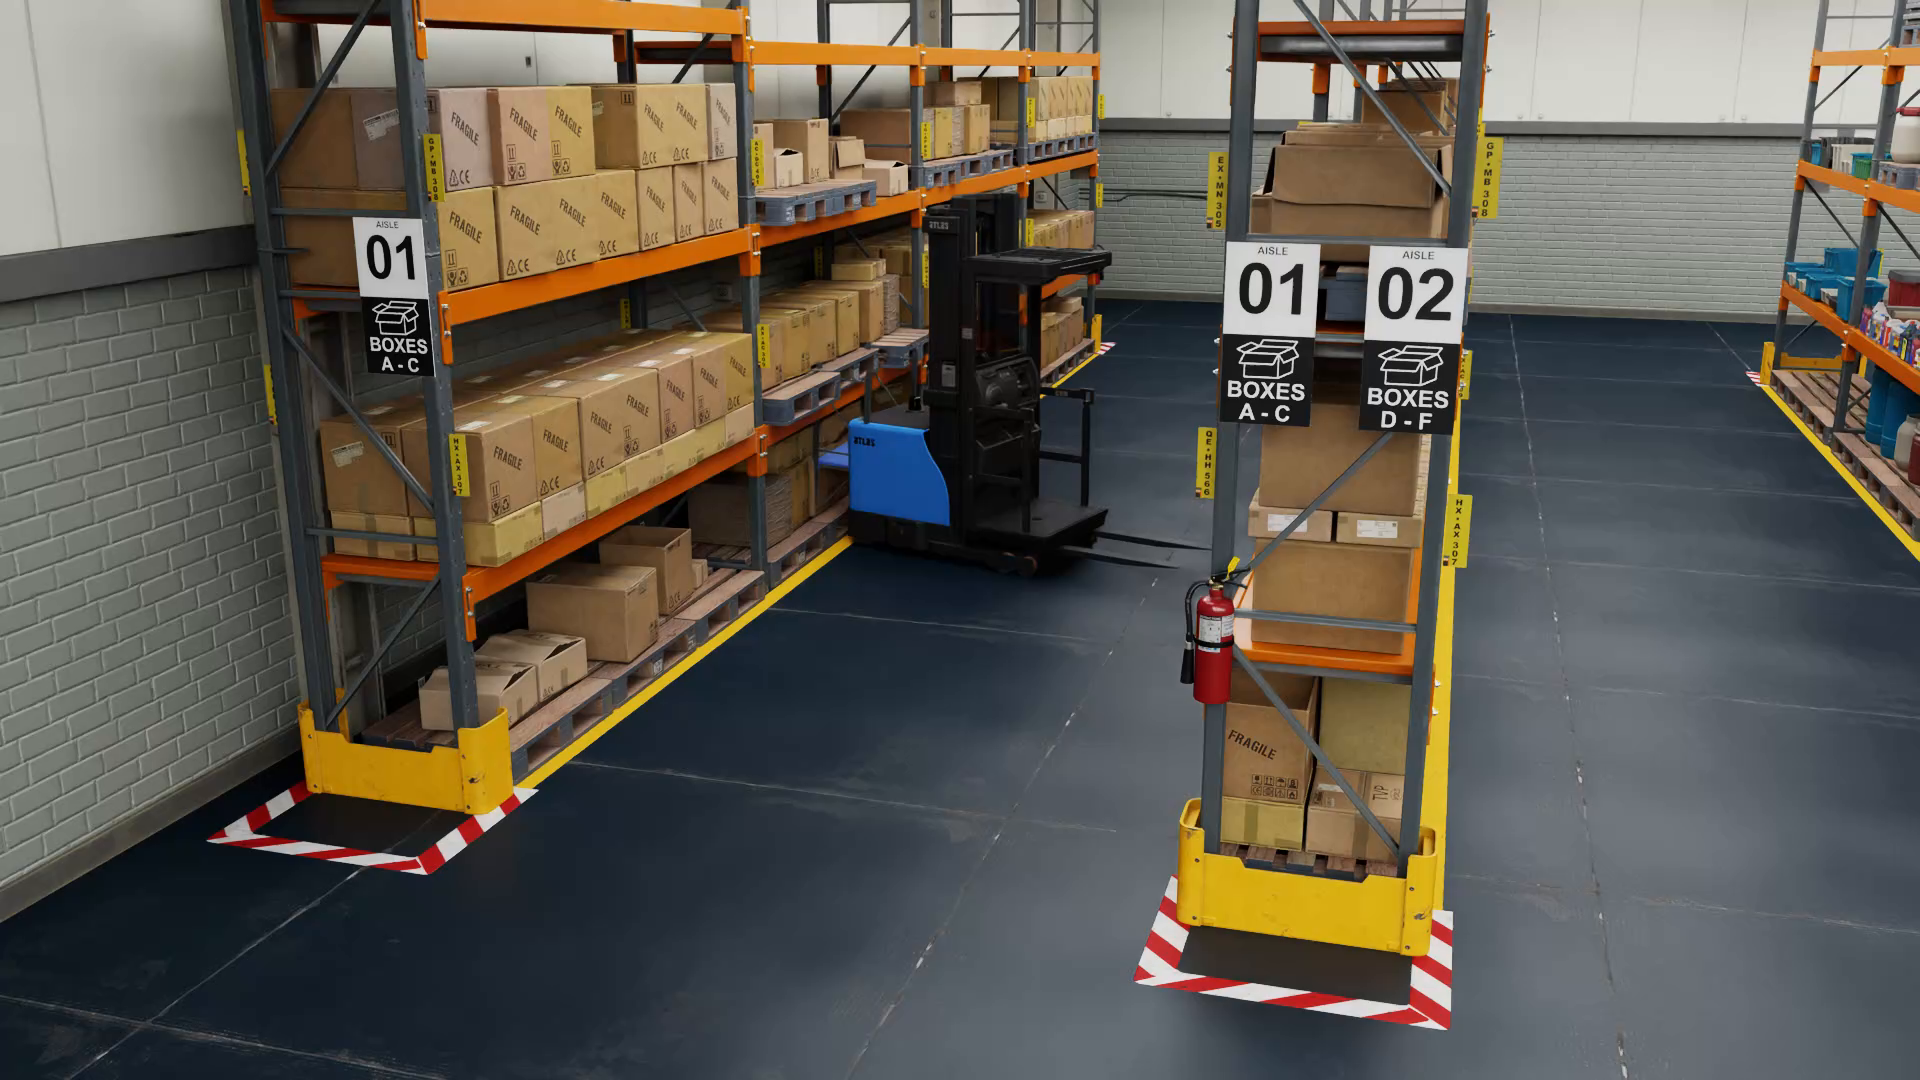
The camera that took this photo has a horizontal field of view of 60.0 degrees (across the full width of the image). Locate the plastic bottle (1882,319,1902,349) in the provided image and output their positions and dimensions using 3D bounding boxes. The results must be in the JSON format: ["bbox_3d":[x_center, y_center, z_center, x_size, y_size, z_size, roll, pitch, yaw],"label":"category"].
[{"bbox_3d":[9.033,-1.990,16.076,0.152,0.276,0.135,5,16,16],"label":"plastic bottle"}]

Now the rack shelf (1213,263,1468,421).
[{"bbox_3d":[2.203,-1.249,9.058,1.077,0.370,4.000,5,16,16],"label":"rack shelf"}]

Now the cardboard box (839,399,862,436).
[{"bbox_3d":[-1.219,-1.138,15.246,0.500,0.250,0.500,5,17,17],"label":"cardboard box"}]

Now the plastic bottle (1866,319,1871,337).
[{"bbox_3d":[9.227,-2.159,16.807,0.097,0.201,0.097,0,16,0],"label":"plastic bottle"}]

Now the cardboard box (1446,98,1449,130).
[{"bbox_3d":[4.831,-4.384,17.655,0.600,0.600,0.600,3,16,11],"label":"cardboard box"}]

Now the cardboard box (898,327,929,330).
[{"bbox_3d":[-0.527,-2.062,16.527,0.380,0.149,0.250,4,16,15],"label":"cardboard box"}]

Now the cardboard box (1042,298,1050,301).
[{"bbox_3d":[1.029,-3.235,22.859,0.380,0.149,0.250,5,16,16],"label":"cardboard box"}]

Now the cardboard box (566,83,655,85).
[{"bbox_3d":[-2.392,-2.935,11.629,0.500,0.500,0.500,5,17,17],"label":"cardboard box"}]

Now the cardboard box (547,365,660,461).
[{"bbox_3d":[-2.254,-0.811,10.557,0.500,0.500,0.500,5,17,18],"label":"cardboard box"}]

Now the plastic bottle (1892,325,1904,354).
[{"bbox_3d":[8.908,-1.899,15.763,0.097,0.271,0.097,0,16,0],"label":"plastic bottle"}]

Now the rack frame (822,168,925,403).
[{"bbox_3d":[-0.842,-2.105,16.255,1.000,3.000,0.127,5,16,16],"label":"rack frame"}]

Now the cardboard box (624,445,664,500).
[{"bbox_3d":[-2.242,-0.455,10.673,0.500,0.250,0.500,5,17,16],"label":"cardboard box"}]

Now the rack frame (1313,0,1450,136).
[{"bbox_3d":[2.772,-3.562,10.396,1.000,3.000,0.127,5,16,16],"label":"rack frame"}]

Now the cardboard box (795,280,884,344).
[{"bbox_3d":[-1.099,-2.093,15.222,0.700,0.500,0.500,3,16,11],"label":"cardboard box"}]

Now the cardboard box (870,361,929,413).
[{"bbox_3d":[-0.507,-1.455,17.133,0.750,0.750,0.750,4,16,15],"label":"cardboard box"}]

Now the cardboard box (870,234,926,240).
[{"bbox_3d":[-0.662,-3.075,17.534,0.500,0.250,0.500,4,16,14],"label":"cardboard box"}]

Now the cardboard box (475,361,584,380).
[{"bbox_3d":[-2.747,-0.849,10.688,0.500,0.500,0.500,5,17,17],"label":"cardboard box"}]

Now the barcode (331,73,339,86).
[{"bbox_3d":[-3.393,-2.498,9.026,0.001,0.075,0.075,5,16,16],"label":"barcode"}]

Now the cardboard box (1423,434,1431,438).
[{"bbox_3d":[2.465,-0.546,9.386,0.380,0.149,0.250,5,17,18],"label":"cardboard box"}]

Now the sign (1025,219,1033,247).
[{"bbox_3d":[0.818,-3.631,19.658,0.100,0.325,0.005,5,16,16],"label":"sign"}]

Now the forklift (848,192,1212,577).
[{"bbox_3d":[0.563,-1.279,13.468,3.031,2.935,1.130,10,19,31],"label":"forklift"}]

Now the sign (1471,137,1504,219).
[{"bbox_3d":[2.165,-1.486,6.828,0.100,0.325,0.005,5,16,16],"label":"sign"}]

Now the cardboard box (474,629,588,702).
[{"bbox_3d":[-2.671,0.746,10.322,0.500,0.311,0.500,6,17,20],"label":"cardboard box"}]

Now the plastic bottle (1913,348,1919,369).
[{"bbox_3d":[8.672,-1.648,15.006,0.097,0.201,0.097,0,16,0],"label":"plastic bottle"}]

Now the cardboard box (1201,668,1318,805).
[{"bbox_3d":[1.502,0.968,8.316,0.500,0.500,0.500,5,16,16],"label":"cardboard box"}]

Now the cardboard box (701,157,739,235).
[{"bbox_3d":[-1.886,-2.408,11.604,0.500,0.500,0.500,5,17,17],"label":"cardboard box"}]

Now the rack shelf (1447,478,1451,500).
[{"bbox_3d":[3.340,-0.853,13.157,1.077,0.370,4.000,5,16,16],"label":"rack shelf"}]

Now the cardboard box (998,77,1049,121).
[{"bbox_3d":[0.766,-5.298,19.963,0.500,0.500,0.500,4,16,15],"label":"cardboard box"}]

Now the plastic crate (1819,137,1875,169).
[{"bbox_3d":[10.232,-4.465,19.190,0.504,0.338,0.767,5,16,16],"label":"plastic crate"}]

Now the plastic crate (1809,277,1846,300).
[{"bbox_3d":[10.085,-2.916,19.311,0.416,0.233,0.300,5,16,16],"label":"plastic crate"}]

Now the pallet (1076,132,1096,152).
[{"bbox_3d":[1.231,-5.404,22.549,1.003,0.211,1.213,5,16,16],"label":"pallet"}]

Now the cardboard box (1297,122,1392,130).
[{"bbox_3d":[2.376,-2.325,10.322,0.500,0.500,0.500,6,17,20],"label":"cardboard box"}]

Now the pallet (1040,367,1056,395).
[{"bbox_3d":[0.586,-2.003,21.005,1.003,0.211,1.213,5,16,16],"label":"pallet"}]

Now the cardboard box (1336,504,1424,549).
[{"bbox_3d":[1.953,-0.075,7.726,0.380,0.149,0.250,5,16,15],"label":"cardboard box"}]

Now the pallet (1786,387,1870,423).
[{"bbox_3d":[10.310,-1.558,19.434,1.003,0.211,1.213,5,16,16],"label":"pallet"}]

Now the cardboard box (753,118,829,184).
[{"bbox_3d":[-1.396,-3.211,13.705,0.500,0.500,0.500,4,16,14],"label":"cardboard box"}]

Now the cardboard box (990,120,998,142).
[{"bbox_3d":[0.264,-4.970,20.180,0.500,0.250,0.500,5,17,16],"label":"cardboard box"}]

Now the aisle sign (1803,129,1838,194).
[{"bbox_3d":[10.666,-4.723,20.718,0.394,0.787,0.004,5,16,16],"label":"aisle sign"}]

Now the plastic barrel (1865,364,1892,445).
[{"bbox_3d":[9.622,-1.435,16.968,0.600,0.901,0.708,5,16,16],"label":"plastic barrel"}]

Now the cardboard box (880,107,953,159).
[{"bbox_3d":[-0.489,-4.226,17.245,0.700,0.500,0.500,6,17,19],"label":"cardboard box"}]

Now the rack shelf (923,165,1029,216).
[{"bbox_3d":[-0.274,-3.726,17.788,1.077,0.370,4.000,5,16,16],"label":"rack shelf"}]

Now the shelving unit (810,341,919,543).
[{"bbox_3d":[-0.829,-0.867,14.458,0.538,1.500,1.048,10,20,18],"label":"shelving unit"}]

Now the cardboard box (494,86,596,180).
[{"bbox_3d":[-2.447,-2.338,9.527,0.500,0.500,0.500,5,17,17],"label":"cardboard box"}]

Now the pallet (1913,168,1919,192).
[{"bbox_3d":[9.345,-3.226,15.055,1.003,0.211,1.213,5,16,16],"label":"pallet"}]

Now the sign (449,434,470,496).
[{"bbox_3d":[-2.595,-0.387,8.609,0.100,0.325,0.005,5,16,16],"label":"sign"}]

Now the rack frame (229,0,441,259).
[{"bbox_3d":[-3.116,-2.898,8.057,1.000,3.000,0.127,5,16,16],"label":"rack frame"}]

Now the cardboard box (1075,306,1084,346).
[{"bbox_3d":[1.328,-3.007,23.245,0.700,0.500,0.500,5,16,16],"label":"cardboard box"}]

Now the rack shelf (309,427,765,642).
[{"bbox_3d":[-2.547,-0.189,10.819,1.077,0.370,4.000,5,16,16],"label":"rack shelf"}]

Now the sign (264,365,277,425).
[{"bbox_3d":[-3.642,-0.770,8.845,0.100,0.325,0.005,5,16,16],"label":"sign"}]

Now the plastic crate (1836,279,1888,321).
[{"bbox_3d":[9.599,-2.553,17.754,0.392,0.384,0.575,5,16,16],"label":"plastic crate"}]

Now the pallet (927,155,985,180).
[{"bbox_3d":[-0.395,-3.923,17.512,1.003,0.211,1.213,5,17,18],"label":"pallet"}]
